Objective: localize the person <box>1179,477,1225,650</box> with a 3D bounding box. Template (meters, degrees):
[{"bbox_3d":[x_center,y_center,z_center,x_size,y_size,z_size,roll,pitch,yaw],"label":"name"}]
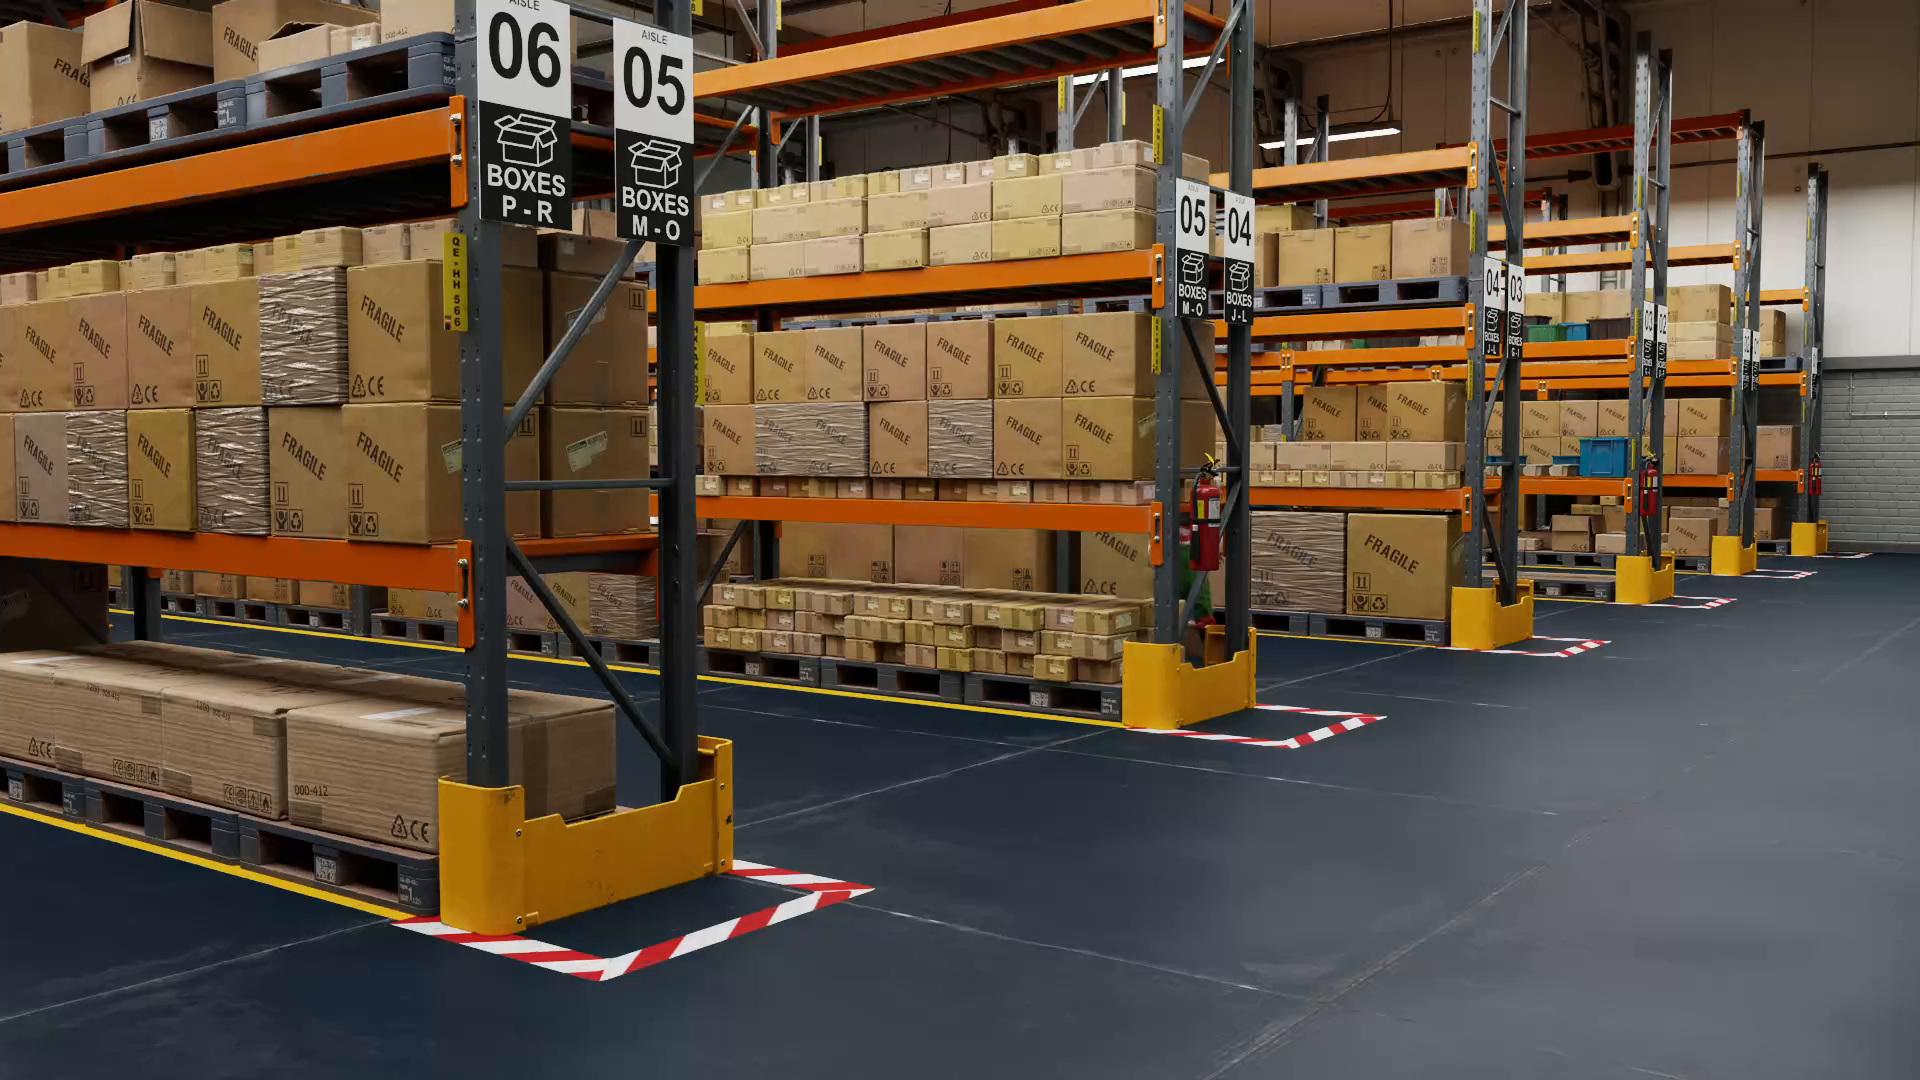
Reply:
[{"bbox_3d":[1.836,0.046,12.648,0.549,1.732,1.066,-2,4,-34],"label":"person"}]
